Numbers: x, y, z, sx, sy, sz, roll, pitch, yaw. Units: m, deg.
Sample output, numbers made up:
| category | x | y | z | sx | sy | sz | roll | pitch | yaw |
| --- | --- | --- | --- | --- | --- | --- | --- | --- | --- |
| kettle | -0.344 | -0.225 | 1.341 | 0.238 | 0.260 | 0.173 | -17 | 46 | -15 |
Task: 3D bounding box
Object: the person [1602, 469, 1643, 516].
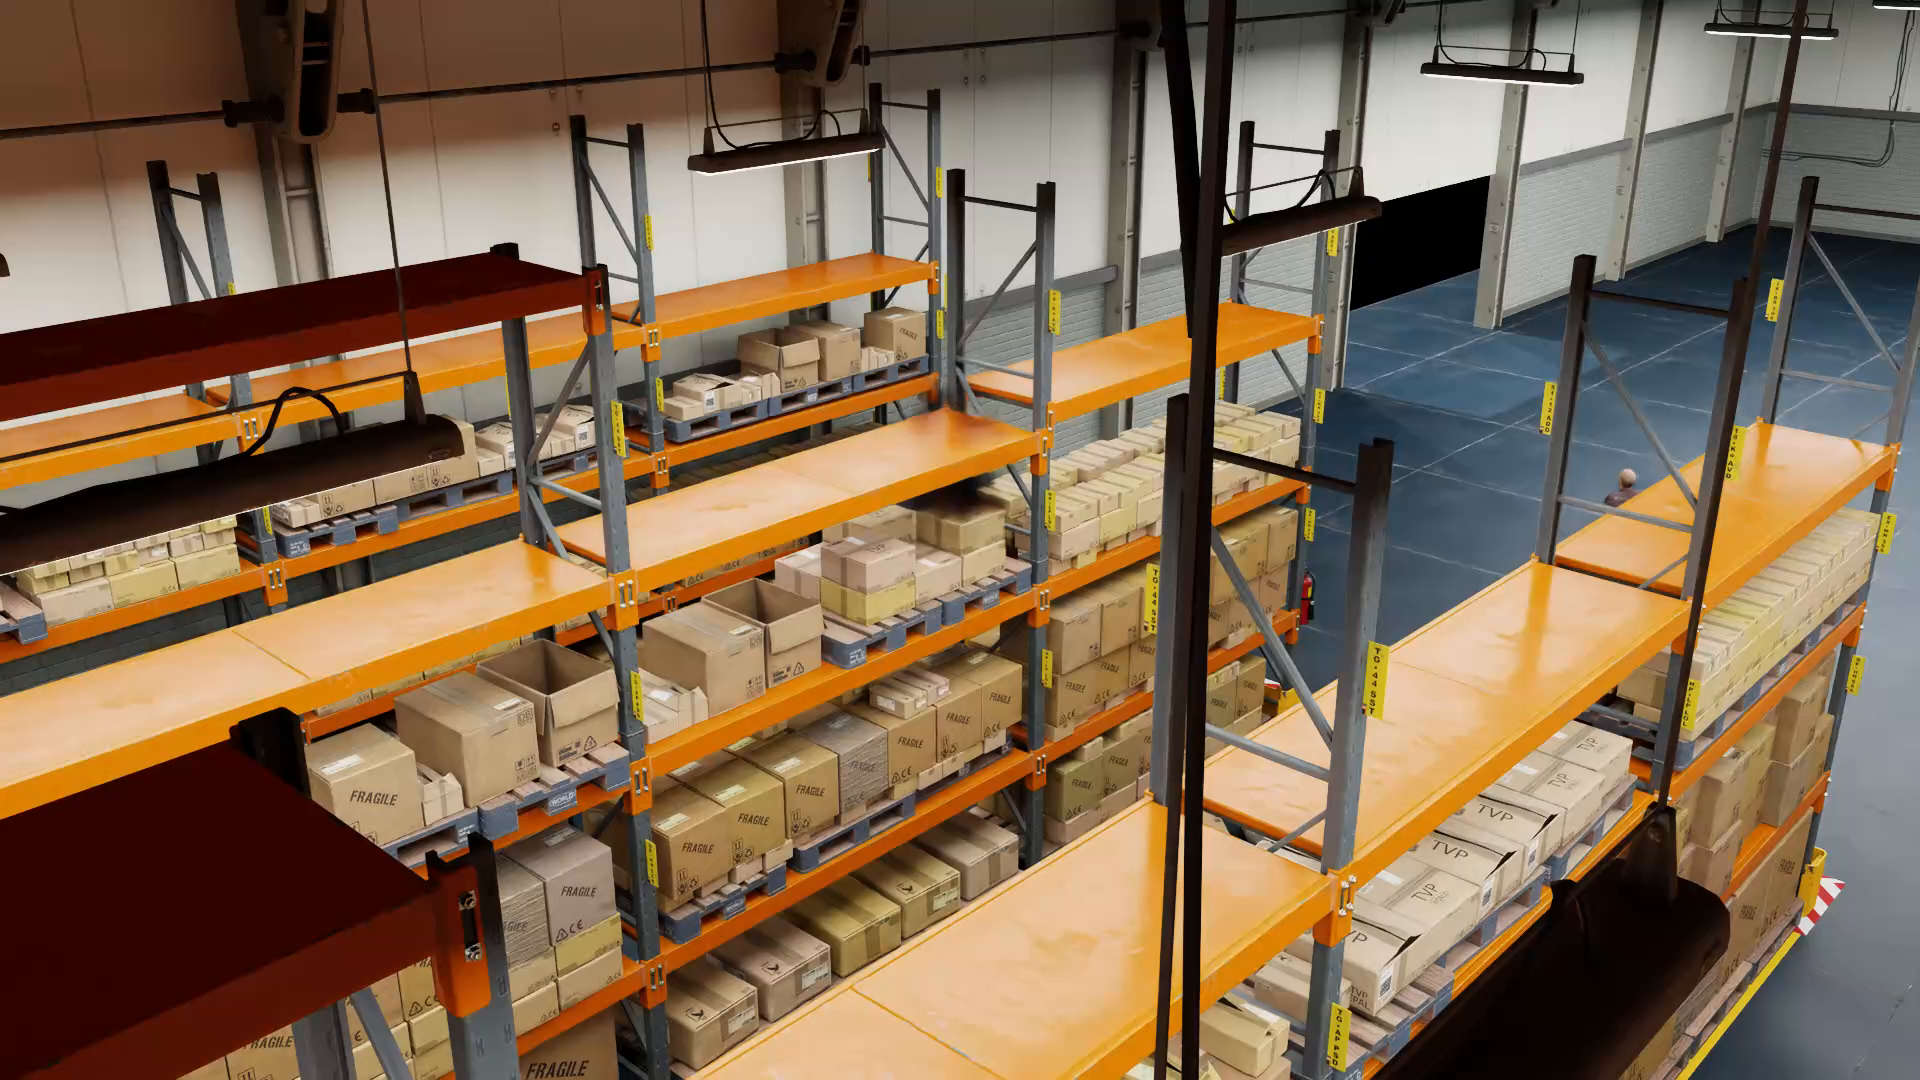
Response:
| category | x | y | z | sx | sy | sz | roll | pitch | yaw |
| --- | --- | --- | --- | --- | --- | --- | --- | --- | --- |
| person | 7.741 | 0.015 | 19.539 | 0.712 | 1.771 | 1.011 | -3 | 21 | -7 |
